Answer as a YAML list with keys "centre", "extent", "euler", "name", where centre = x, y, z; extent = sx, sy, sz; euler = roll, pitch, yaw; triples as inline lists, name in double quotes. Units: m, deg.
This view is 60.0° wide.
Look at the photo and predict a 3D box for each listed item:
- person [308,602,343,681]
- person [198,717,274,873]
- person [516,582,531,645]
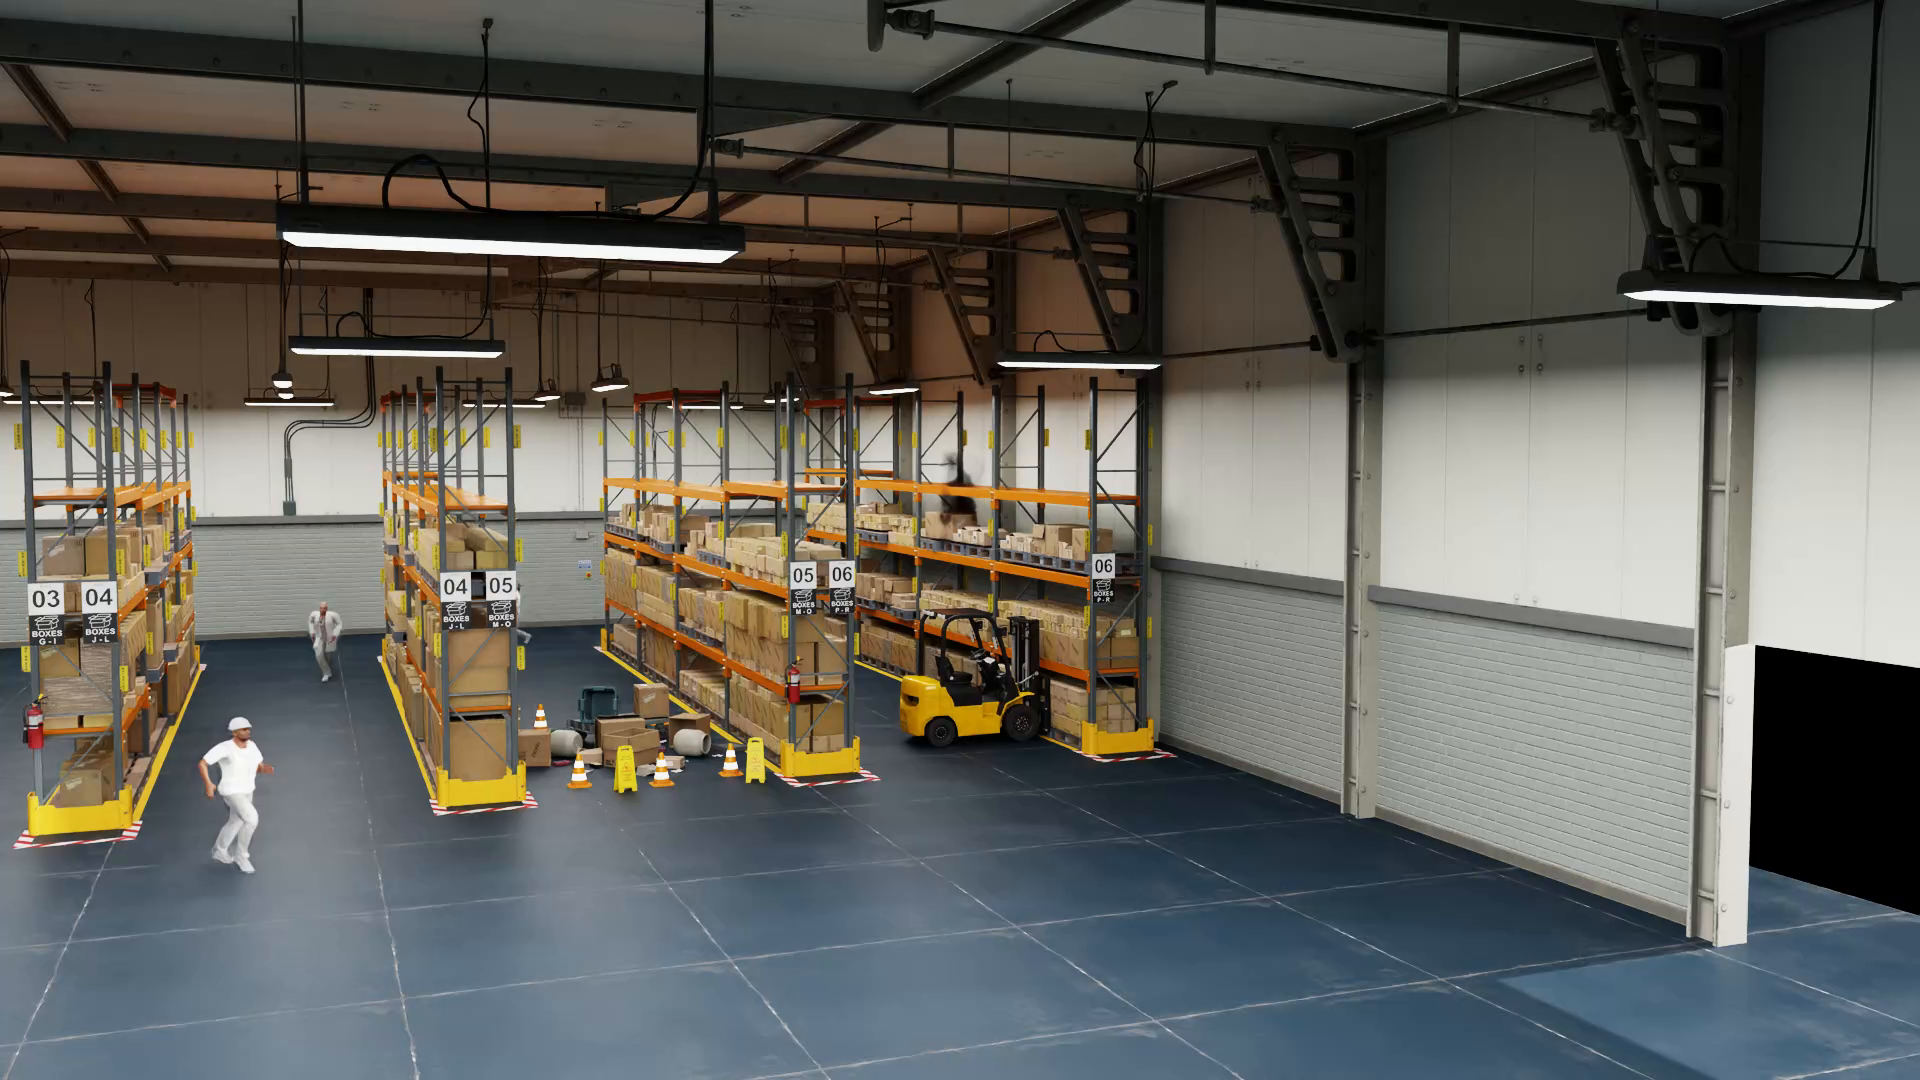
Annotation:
- centre: [-13.282, 2.103, 34.871]
  extent: [0.699, 1.697, 0.960]
  euler: [-1, 3, -11]
  name: "person"
- centre: [-8.381, 2.962, 19.338]
  extent: [0.834, 1.815, 0.669]
  euler: [1, 4, 13]
  name: "person"
- centre: [-10.641, 1.782, 39.825]
  extent: [0.687, 1.647, 0.620]
  euler: [-1, 4, -23]
  name: "person"
